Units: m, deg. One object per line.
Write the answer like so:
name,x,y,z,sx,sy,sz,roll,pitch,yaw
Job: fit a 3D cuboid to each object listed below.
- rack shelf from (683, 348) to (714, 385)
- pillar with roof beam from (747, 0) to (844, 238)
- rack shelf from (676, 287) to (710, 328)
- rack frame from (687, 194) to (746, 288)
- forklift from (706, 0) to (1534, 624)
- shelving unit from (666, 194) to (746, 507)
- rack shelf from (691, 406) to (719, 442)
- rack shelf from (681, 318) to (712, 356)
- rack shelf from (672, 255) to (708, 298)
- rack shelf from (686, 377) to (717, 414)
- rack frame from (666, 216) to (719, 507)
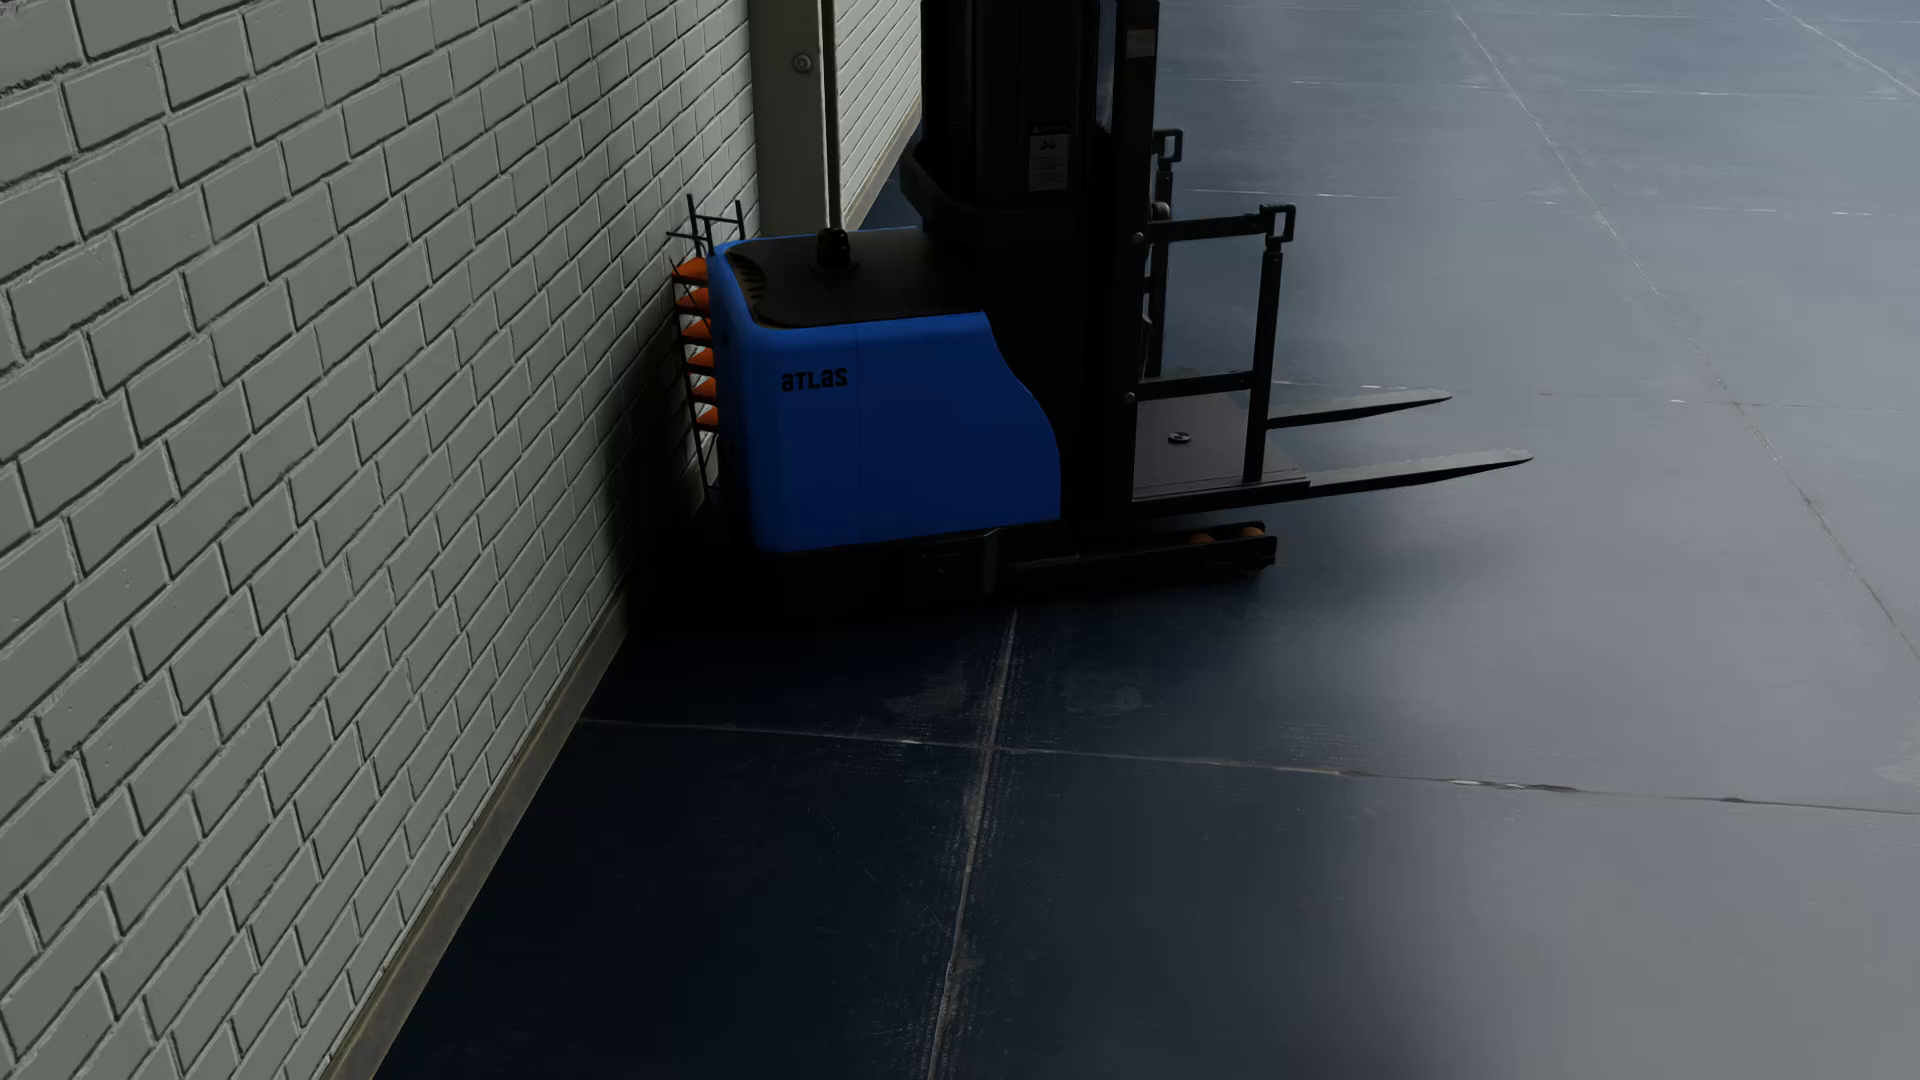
rack shelf,-0.886,-0.638,6.248,0.258,0.103,0.180,13,35,28
pillar with roof beam,3.561,-4.559,5.225,9.100,9.000,0.400,3,28,6
rack shelf,-0.904,-0.844,6.127,0.258,0.103,0.180,13,35,28
rack frame,-0.843,-0.719,6.292,0.240,1.200,0.006,13,35,28
forklift,0.650,-1.378,5.718,3.031,2.935,1.130,-7,29,-13
shelving unit,-0.889,-0.676,6.226,0.258,1.200,0.189,13,35,28
rack shelf,-0.867,-0.432,6.369,0.258,0.103,0.180,13,35,28
rack shelf,-0.895,-0.741,6.187,0.258,0.103,0.180,13,35,28
rack shelf,-0.913,-0.948,6.066,0.258,0.103,0.180,13,35,28
rack shelf,-0.876,-0.535,6.308,0.258,0.103,0.180,13,35,28
rack frame,-0.935,-0.633,6.159,0.240,1.200,0.006,13,35,28
